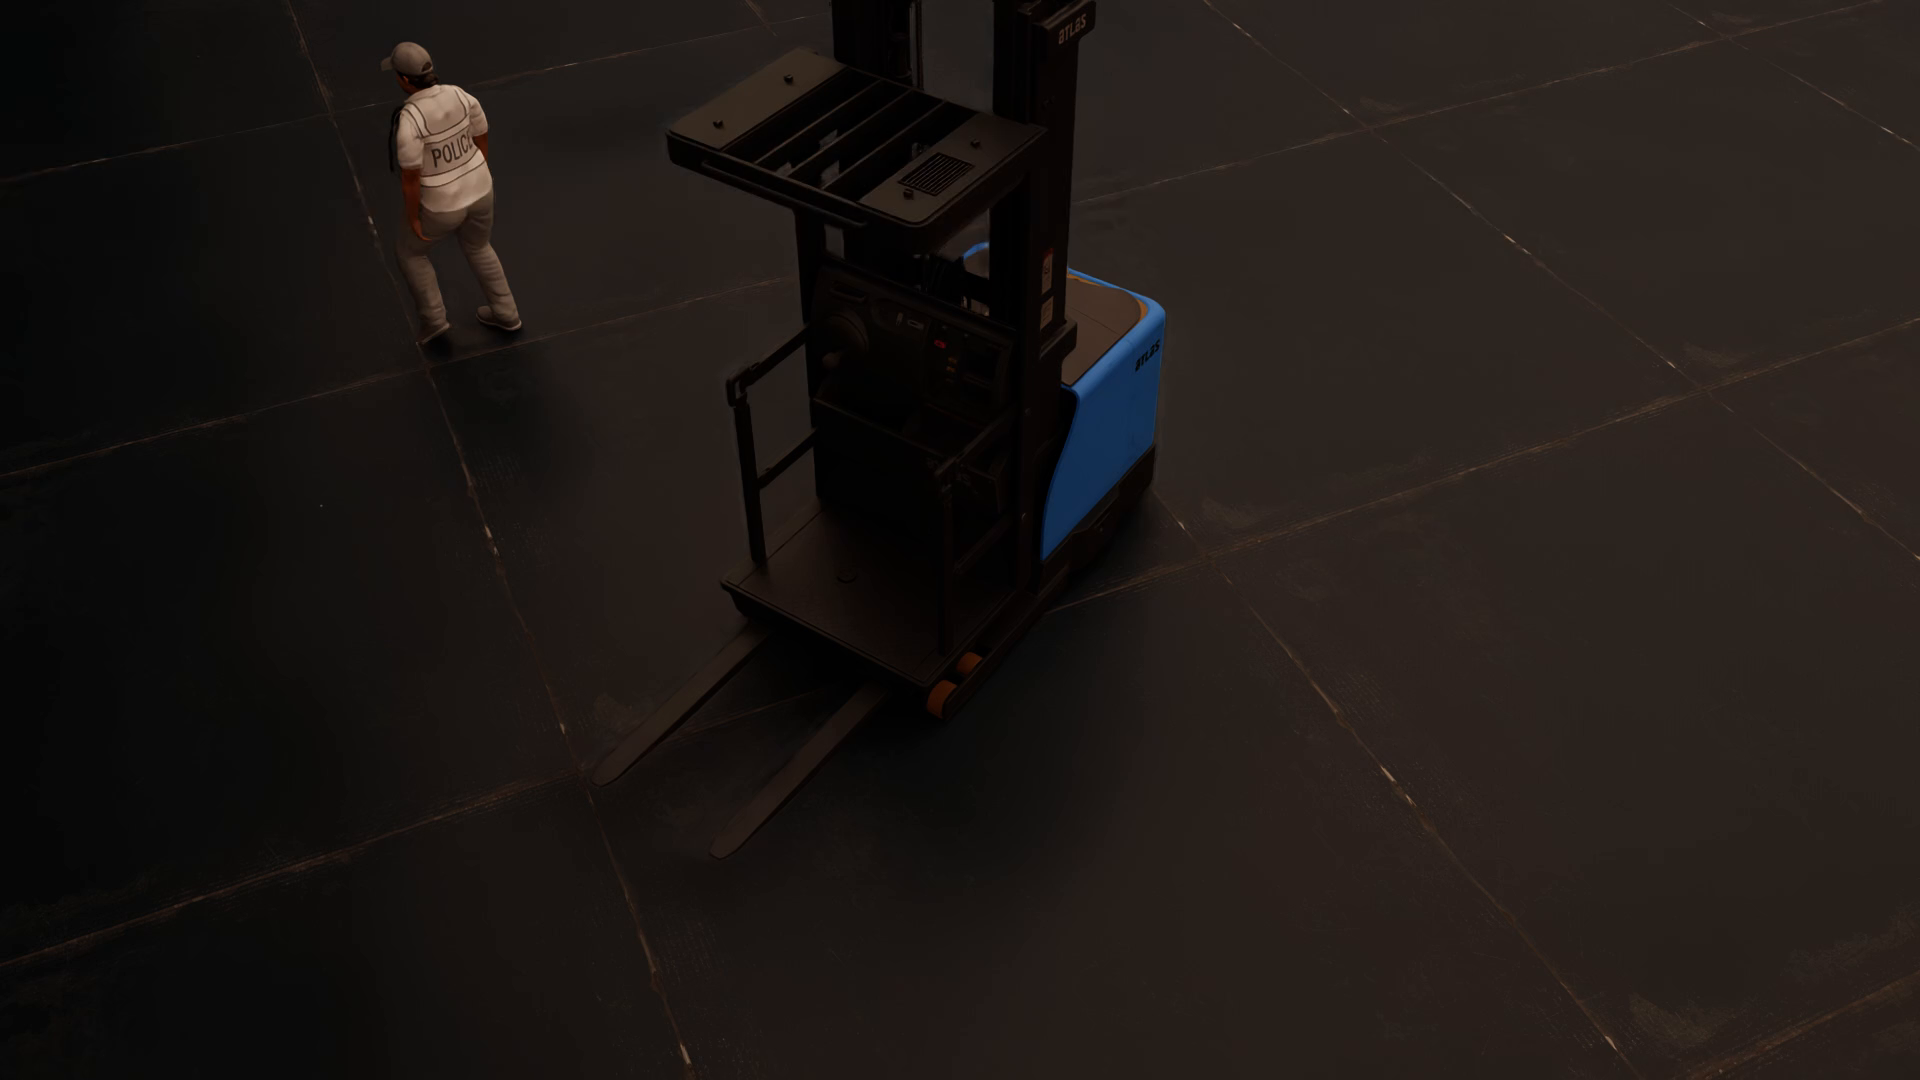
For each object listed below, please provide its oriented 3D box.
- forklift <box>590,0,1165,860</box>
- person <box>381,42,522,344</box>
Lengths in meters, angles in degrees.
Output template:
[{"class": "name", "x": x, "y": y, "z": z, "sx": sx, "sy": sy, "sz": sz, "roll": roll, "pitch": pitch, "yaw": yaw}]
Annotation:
[{"class": "forklift", "x": -0.318, "y": -0.692, "z": 6.422, "sx": 1.130, "sy": 2.935, "sz": 3.031, "roll": 25, "pitch": 49, "yaw": 24}, {"class": "person", "x": -2.652, "y": -1.747, "z": 8.551, "sx": 0.481, "sy": 1.714, "sz": 0.589, "roll": 25, "pitch": 49, "yaw": 25}]
